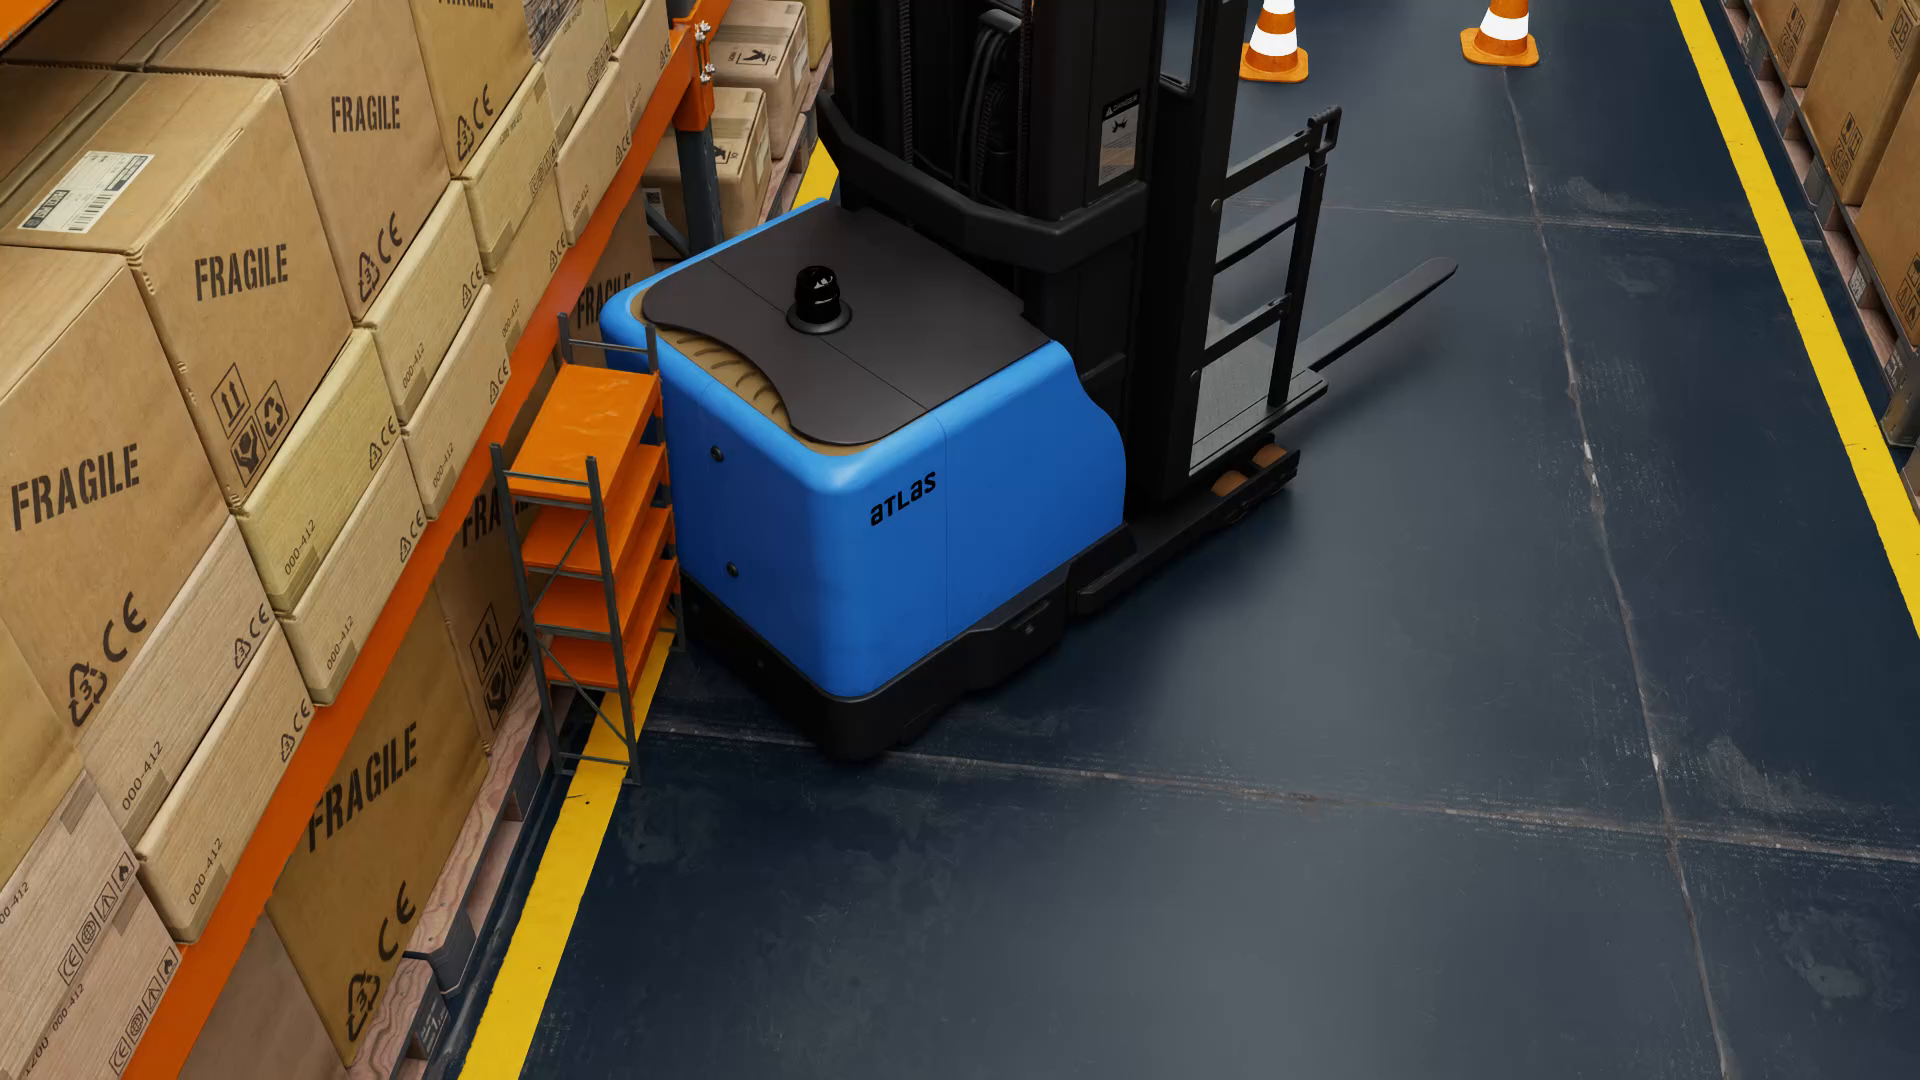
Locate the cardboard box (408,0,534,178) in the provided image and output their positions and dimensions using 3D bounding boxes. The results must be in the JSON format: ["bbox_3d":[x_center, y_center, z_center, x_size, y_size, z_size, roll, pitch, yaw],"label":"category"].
[{"bbox_3d":[-1.243,-1.112,3.443,0.500,0.500,0.500,5,44,6],"label":"cardboard box"}]

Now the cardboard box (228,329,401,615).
[{"bbox_3d":[-1.359,-0.152,2.974,0.500,0.250,0.500,6,44,6],"label":"cardboard box"}]

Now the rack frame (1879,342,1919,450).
[{"bbox_3d":[3.618,-1.396,4.543,1.000,3.000,0.127,5,44,6],"label":"rack frame"}]

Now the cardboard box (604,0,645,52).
[{"bbox_3d":[-1.115,-1.551,4.452,0.500,0.250,0.500,5,44,5],"label":"cardboard box"}]

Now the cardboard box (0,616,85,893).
[{"bbox_3d":[-1.488,0.276,1.977,0.500,0.500,0.500,6,44,6],"label":"cardboard box"}]

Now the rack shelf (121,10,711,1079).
[{"bbox_3d":[-1.567,-0.153,3.753,1.077,0.370,4.000,5,44,6],"label":"rack shelf"}]

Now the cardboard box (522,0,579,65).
[{"bbox_3d":[-1.171,-1.450,3.800,0.500,0.500,0.500,6,44,6],"label":"cardboard box"}]

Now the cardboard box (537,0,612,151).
[{"bbox_3d":[-1.179,-1.201,4.083,0.500,0.250,0.500,4,44,4],"label":"cardboard box"}]

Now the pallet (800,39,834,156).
[{"bbox_3d":[-1.034,-2.126,7.342,1.003,0.211,1.213,5,44,6],"label":"pallet"}]

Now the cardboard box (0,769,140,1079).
[{"bbox_3d":[-1.493,0.548,2.236,0.500,0.250,0.500,4,44,4],"label":"cardboard box"}]

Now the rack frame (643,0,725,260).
[{"bbox_3d":[-1.302,-1.777,4.945,1.000,3.000,0.127,5,44,6],"label":"rack frame"}]

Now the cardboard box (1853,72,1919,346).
[{"bbox_3d":[3.787,-1.139,5.602,1.050,0.750,0.750,5,44,5],"label":"cardboard box"}]

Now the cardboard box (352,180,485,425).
[{"bbox_3d":[-1.294,-0.497,3.338,0.500,0.250,0.500,4,44,4],"label":"cardboard box"}]

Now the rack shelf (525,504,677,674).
[{"bbox_3d":[-0.929,0.105,4.348,0.258,0.148,0.480,8,45,4],"label":"rack shelf"}]

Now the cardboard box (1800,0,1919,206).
[{"bbox_3d":[3.900,-1.735,6.231,1.050,0.750,0.750,6,44,6],"label":"cardboard box"}]

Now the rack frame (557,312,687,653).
[{"bbox_3d":[-0.892,-0.112,4.472,0.240,1.200,0.015,8,45,4],"label":"rack frame"}]

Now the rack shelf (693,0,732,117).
[{"bbox_3d":[-1.038,-2.879,6.632,1.077,0.370,4.000,5,44,6],"label":"rack shelf"}]

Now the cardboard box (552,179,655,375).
[{"bbox_3d":[-1.476,-0.695,5.042,0.875,0.875,0.875,5,44,5],"label":"cardboard box"}]

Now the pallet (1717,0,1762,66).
[{"bbox_3d":[4.119,-2.577,7.818,1.003,0.211,1.213,5,44,6],"label":"pallet"}]

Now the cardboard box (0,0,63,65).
[{"bbox_3d":[-1.820,-0.829,3.144,0.500,0.500,0.500,6,44,6],"label":"cardboard box"}]

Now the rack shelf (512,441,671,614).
[{"bbox_3d":[-0.918,-0.053,4.190,0.258,0.148,0.480,8,45,4],"label":"rack shelf"}]

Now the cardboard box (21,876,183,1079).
[{"bbox_3d":[-1.511,0.727,2.409,0.500,0.250,0.500,4,44,5],"label":"cardboard box"}]

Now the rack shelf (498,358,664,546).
[{"bbox_3d":[-0.907,-0.221,4.023,0.258,0.148,0.480,8,45,4],"label":"rack shelf"}]

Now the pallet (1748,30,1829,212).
[{"bbox_3d":[3.960,-1.743,6.937,1.003,0.211,1.213,5,44,6],"label":"pallet"}]

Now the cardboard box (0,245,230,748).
[{"bbox_3d":[-1.448,-0.074,2.346,0.500,0.500,0.500,5,44,5],"label":"cardboard box"}]

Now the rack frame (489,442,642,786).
[{"bbox_3d":[-0.960,0.227,4.128,0.240,1.200,0.015,8,45,4],"label":"rack frame"}]

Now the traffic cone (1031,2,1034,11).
[{"bbox_3d":[0.450,-2.610,7.670,0.336,0.463,0.334,5,44,6],"label":"traffic cone"}]

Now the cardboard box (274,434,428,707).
[{"bbox_3d":[-1.361,0.027,3.149,0.500,0.250,0.500,5,44,5],"label":"cardboard box"}]

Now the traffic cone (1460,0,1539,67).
[{"bbox_3d":[2.472,-2.424,7.474,0.336,0.463,0.334,5,44,6],"label":"traffic cone"}]

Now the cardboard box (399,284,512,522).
[{"bbox_3d":[-1.286,-0.313,3.508,0.500,0.250,0.500,5,44,5],"label":"cardboard box"}]

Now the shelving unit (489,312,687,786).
[{"bbox_3d":[-0.926,0.057,4.300,0.258,1.200,0.503,8,45,4],"label":"shelving unit"}]

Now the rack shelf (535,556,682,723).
[{"bbox_3d":[-0.939,0.245,4.488,0.258,0.148,0.480,8,45,4],"label":"rack shelf"}]

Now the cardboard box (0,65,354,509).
[{"bbox_3d":[-1.379,-0.415,2.707,0.500,0.500,0.500,4,44,4],"label":"cardboard box"}]

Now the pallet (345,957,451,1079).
[{"bbox_3d":[-1.804,1.429,3.588,1.003,0.211,1.213,5,44,6],"label":"pallet"}]

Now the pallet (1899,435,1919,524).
[{"bbox_3d":[3.513,0.149,4.939,1.003,0.211,1.213,5,44,6],"label":"pallet"}]

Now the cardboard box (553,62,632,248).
[{"bbox_3d":[-1.164,-1.005,4.239,0.500,0.250,0.500,6,44,6],"label":"cardboard box"}]

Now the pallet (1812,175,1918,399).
[{"bbox_3d":[3.797,-0.914,6.062,1.003,0.211,1.213,5,44,6],"label":"pallet"}]

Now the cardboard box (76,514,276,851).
[{"bbox_3d":[-1.452,0.190,2.614,0.500,0.250,0.500,6,44,6],"label":"cardboard box"}]

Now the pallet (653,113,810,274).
[{"bbox_3d":[-1.198,-1.297,6.466,1.003,0.211,1.213,5,44,6],"label":"pallet"}]

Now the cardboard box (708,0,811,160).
[{"bbox_3d":[-1.128,-1.863,6.642,0.950,0.372,0.625,4,44,5],"label":"cardboard box"}]

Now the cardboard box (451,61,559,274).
[{"bbox_3d":[-1.226,-0.851,3.712,0.500,0.250,0.500,4,44,4],"label":"cardboard box"}]

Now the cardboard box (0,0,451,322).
[{"bbox_3d":[-1.317,-0.768,3.079,0.500,0.500,0.500,5,44,5],"label":"cardboard box"}]

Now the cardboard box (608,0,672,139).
[{"bbox_3d":[-1.112,-1.355,4.608,0.500,0.250,0.500,4,44,4],"label":"cardboard box"}]

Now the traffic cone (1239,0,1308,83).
[{"bbox_3d":[1.403,-2.321,7.365,0.336,0.463,0.334,5,44,6],"label":"traffic cone"}]

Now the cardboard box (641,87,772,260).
[{"bbox_3d":[-1.218,-1.360,6.110,0.950,0.372,0.625,3,43,3],"label":"cardboard box"}]

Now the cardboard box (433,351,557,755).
[{"bbox_3d":[-1.598,-0.088,4.401,0.875,0.875,0.875,6,44,6],"label":"cardboard box"}]

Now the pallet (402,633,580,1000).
[{"bbox_3d":[-1.645,0.595,4.468,1.003,0.211,1.213,5,44,6],"label":"pallet"}]

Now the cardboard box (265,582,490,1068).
[{"bbox_3d":[-1.717,0.522,3.757,0.875,0.875,0.875,6,44,7],"label":"cardboard box"}]

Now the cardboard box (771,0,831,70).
[{"bbox_3d":[-1.022,-2.380,7.187,0.950,0.372,0.625,7,44,7],"label":"cardboard box"}]

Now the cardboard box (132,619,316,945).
[{"bbox_3d":[-1.444,0.375,2.782,0.500,0.250,0.500,4,44,4],"label":"cardboard box"}]

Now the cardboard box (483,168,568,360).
[{"bbox_3d":[-1.246,-0.663,3.878,0.500,0.250,0.500,5,44,5],"label":"cardboard box"}]

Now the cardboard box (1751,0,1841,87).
[{"bbox_3d":[4.022,-2.369,6.902,1.050,0.750,0.750,5,44,6],"label":"cardboard box"}]

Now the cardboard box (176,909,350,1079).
[{"bbox_3d":[-1.828,1.138,3.106,0.875,0.875,0.875,6,44,7],"label":"cardboard box"}]

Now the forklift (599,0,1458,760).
[{"bbox_3d":[0.457,-1.356,4.551,3.031,2.935,1.130,-33,52,-30],"label":"forklift"}]
